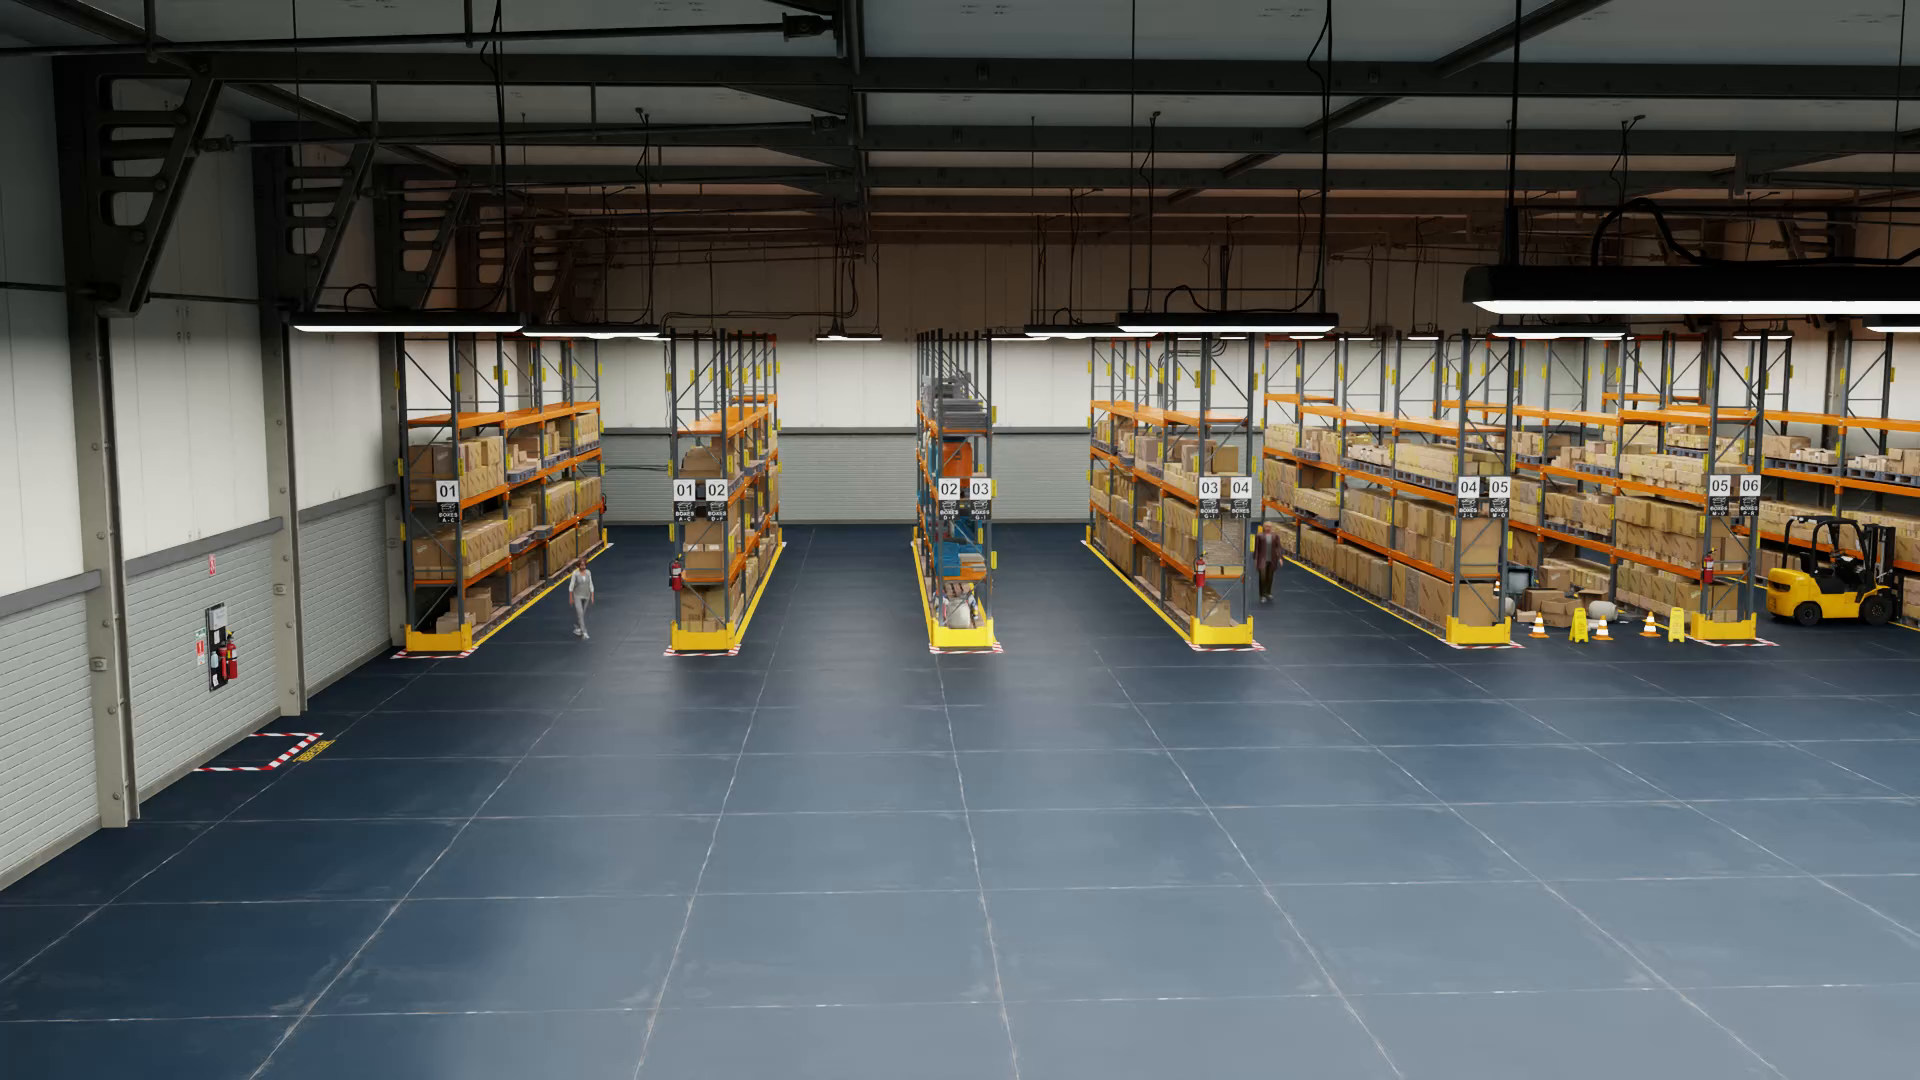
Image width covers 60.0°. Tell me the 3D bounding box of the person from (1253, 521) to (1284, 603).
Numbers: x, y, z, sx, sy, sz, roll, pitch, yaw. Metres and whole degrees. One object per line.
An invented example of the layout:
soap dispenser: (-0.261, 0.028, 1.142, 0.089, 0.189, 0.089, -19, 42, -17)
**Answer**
person: (6.886, 0.496, 37.131, 0.629, 1.853, 0.585, 0, 7, -3)

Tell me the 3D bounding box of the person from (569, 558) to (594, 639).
person: (-7.351, 1.124, 32.359, 0.444, 1.542, 0.951, -6, 9, -44)

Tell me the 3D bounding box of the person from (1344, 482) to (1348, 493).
person: (11.455, -0.921, 49.656, 0.432, 1.547, 0.456, -1, 7, -11)

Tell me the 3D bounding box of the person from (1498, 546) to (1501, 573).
person: (12.926, 0.198, 40.236, 0.499, 1.688, 0.571, -2, 7, -20)
